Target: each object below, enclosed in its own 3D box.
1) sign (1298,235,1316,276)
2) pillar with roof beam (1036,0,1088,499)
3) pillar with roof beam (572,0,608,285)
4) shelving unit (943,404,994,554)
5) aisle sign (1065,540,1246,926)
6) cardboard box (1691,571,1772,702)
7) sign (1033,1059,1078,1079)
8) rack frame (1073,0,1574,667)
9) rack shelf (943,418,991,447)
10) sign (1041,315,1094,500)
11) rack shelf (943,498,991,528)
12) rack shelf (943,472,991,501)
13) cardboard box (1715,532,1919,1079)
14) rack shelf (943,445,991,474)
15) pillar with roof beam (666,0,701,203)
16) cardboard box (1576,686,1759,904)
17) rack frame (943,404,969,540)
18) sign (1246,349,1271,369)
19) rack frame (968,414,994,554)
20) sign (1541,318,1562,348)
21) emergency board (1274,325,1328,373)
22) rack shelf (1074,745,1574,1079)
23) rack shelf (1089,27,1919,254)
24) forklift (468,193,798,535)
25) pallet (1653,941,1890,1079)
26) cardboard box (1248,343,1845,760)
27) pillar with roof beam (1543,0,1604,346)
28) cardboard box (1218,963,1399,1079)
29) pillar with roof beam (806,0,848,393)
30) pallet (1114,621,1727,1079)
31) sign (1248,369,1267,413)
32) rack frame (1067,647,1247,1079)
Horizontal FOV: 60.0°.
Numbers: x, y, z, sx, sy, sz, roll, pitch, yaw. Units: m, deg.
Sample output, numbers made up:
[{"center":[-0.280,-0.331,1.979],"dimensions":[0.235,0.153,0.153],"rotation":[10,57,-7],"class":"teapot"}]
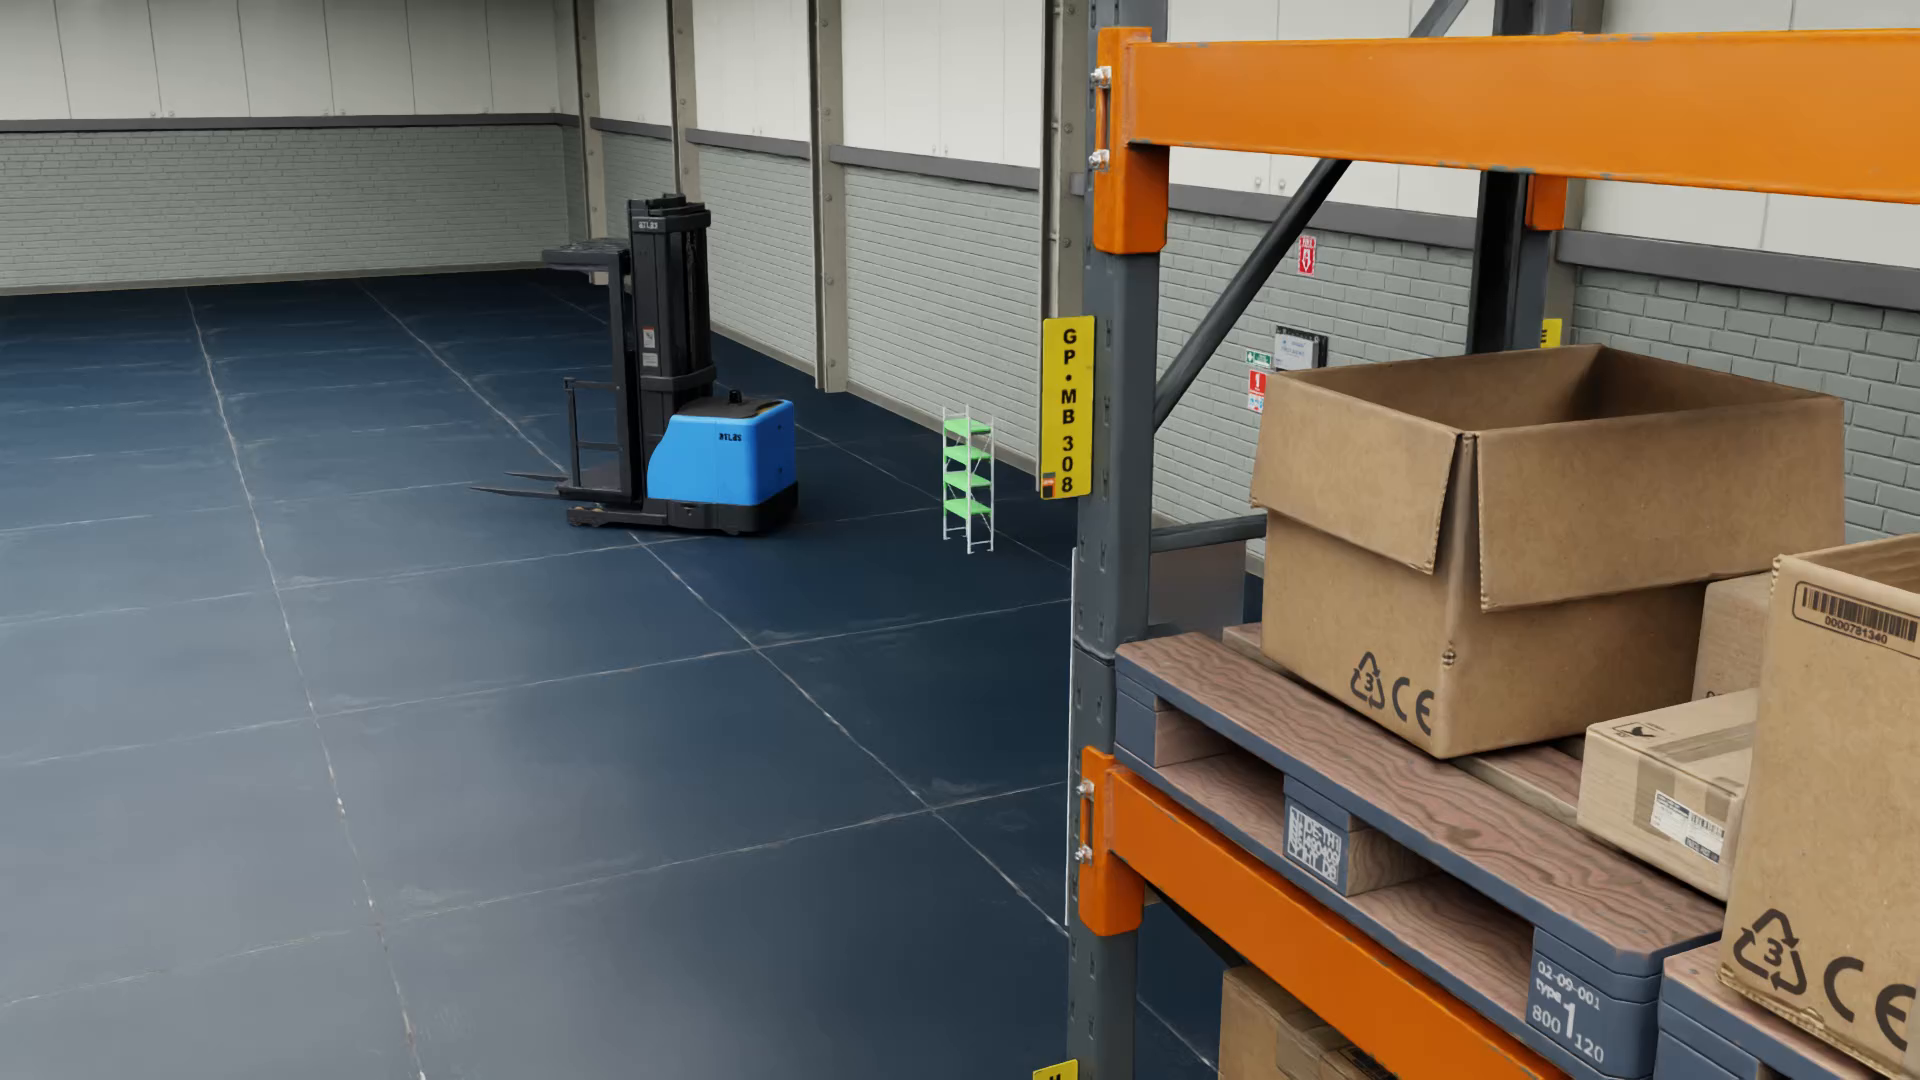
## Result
[{"center":[2.638,-2.165,12.653],"dimensions":[0.001,0.298,0.199],"rotation":[-8,18,-25],"class":"sign"},{"center":[-2.898,-4.270,13.316],"dimensions":[9.100,9.000,0.400],"rotation":[-8,18,-25],"class":"pillar with roof beam"},{"center":[-10.784,-8.733,28.869],"dimensions":[9.100,9.000,0.400],"rotation":[-8,18,-25],"class":"pillar with roof beam"},{"center":[0.073,-0.536,14.442],"dimensions":[0.258,1.200,0.503],"rotation":[-8,18,-25],"class":"shelving unit"},{"center":[0.389,0.370,3.309],"dimensions":[0.394,0.787,0.004],"rotation":[-8,18,-25],"class":"aisle sign"},{"center":[1.435,0.214,2.385],"dimensions":[0.500,0.250,0.500],"rotation":[-8,18,-25],"class":"cardboard box"},{"center":[0.192,1.211,3.381],"dimensions":[0.100,0.325,0.005],"rotation":[-8,18,-25],"class":"sign"},{"center":[0.693,-1.284,2.912],"dimensions":[1.000,3.000,0.127],"rotation":[-8,18,-25],"class":"rack frame"},{"center":[0.073,-0.936,14.327],"dimensions":[0.258,0.148,0.480],"rotation":[-8,18,-25],"class":"rack shelf"},{"center":[0.192,-0.235,2.966],"dimensions":[0.100,0.325,0.005],"rotation":[-8,18,-25],"class":"sign"},{"center":[0.073,-0.244,14.526],"dimensions":[0.258,0.148,0.480],"rotation":[-8,18,-25],"class":"rack shelf"},{"center":[0.073,-0.474,14.460],"dimensions":[0.258,0.148,0.480],"rotation":[-8,18,-25],"class":"rack shelf"},{"center":[1.175,0.285,1.685],"dimensions":[0.500,0.500,0.500],"rotation":[-8,18,-25],"class":"cardboard box"},{"center":[0.073,-0.705,14.394],"dimensions":[0.258,0.148,0.480],"rotation":[-8,18,-25],"class":"rack shelf"},{"center":[-8.155,-7.246,23.685],"dimensions":[9.100,9.000,0.400],"rotation":[-8,18,-25],"class":"pillar with roof beam"},{"center":[1.050,0.322,2.192],"dimensions":[0.380,0.149,0.250],"rotation":[-8,18,-25],"class":"cardboard box"},{"center":[-0.034,-0.596,14.653],"dimensions":[0.240,1.200,0.015],"rotation":[-8,18,-25],"class":"rack frame"},{"center":[2.397,-1.456,13.359],"dimensions":[0.001,0.109,0.331],"rotation":[-8,18,-25],"class":"sign"},{"center":[0.179,-0.475,14.231],"dimensions":[0.240,1.200,0.015],"rotation":[-8,18,-25],"class":"rack frame"},{"center":[1.187,-0.292,3.431],"dimensions":[0.100,0.325,0.005],"rotation":[-8,18,-25],"class":"sign"},{"center":[2.552,-1.036,12.924],"dimensions":[0.194,1.169,0.643],"rotation":[-8,18,-25],"class":"emergency board"},{"center":[1.569,0.999,1.697],"dimensions":[1.077,0.370,4.000],"rotation":[-8,18,-25],"class":"rack shelf"},{"center":[1.569,-0.250,1.338],"dimensions":[1.077,0.370,4.000],"rotation":[-8,18,-25],"class":"rack shelf"},{"center":[-3.095,-1.662,15.229],"dimensions":[3.031,2.935,1.130],"rotation":[5,17,16],"class":"forklift"},{"center":[1.518,0.681,1.660],"dimensions":[1.003,0.211,1.213],"rotation":[-8,18,-25],"class":"pallet"},{"center":[0.941,-0.018,2.736],"dimensions":[0.797,0.503,0.637],"rotation":[-6,17,-21],"class":"cardboard box"},{"center":[-0.270,-2.782,8.132],"dimensions":[9.100,9.000,0.400],"rotation":[-8,18,-25],"class":"pillar with roof beam"},{"center":[0.909,1.058,3.092],"dimensions":[0.700,0.500,0.500],"rotation":[-8,18,-25],"class":"cardboard box"},{"center":[-5.527,-5.758,18.501],"dimensions":[9.100,9.000,0.400],"rotation":[-8,18,-25],"class":"pillar with roof beam"},{"center":[0.980,0.378,2.716],"dimensions":[1.003,0.211,1.213],"rotation":[-8,18,-25],"class":"pallet"},{"center":[2.402,-1.203,13.440],"dimensions":[0.001,0.329,0.234],"rotation":[-8,18,-25],"class":"sign"},{"center":[0.693,1.599,3.739],"dimensions":[1.000,3.000,0.127],"rotation":[-8,18,-25],"class":"rack frame"}]
